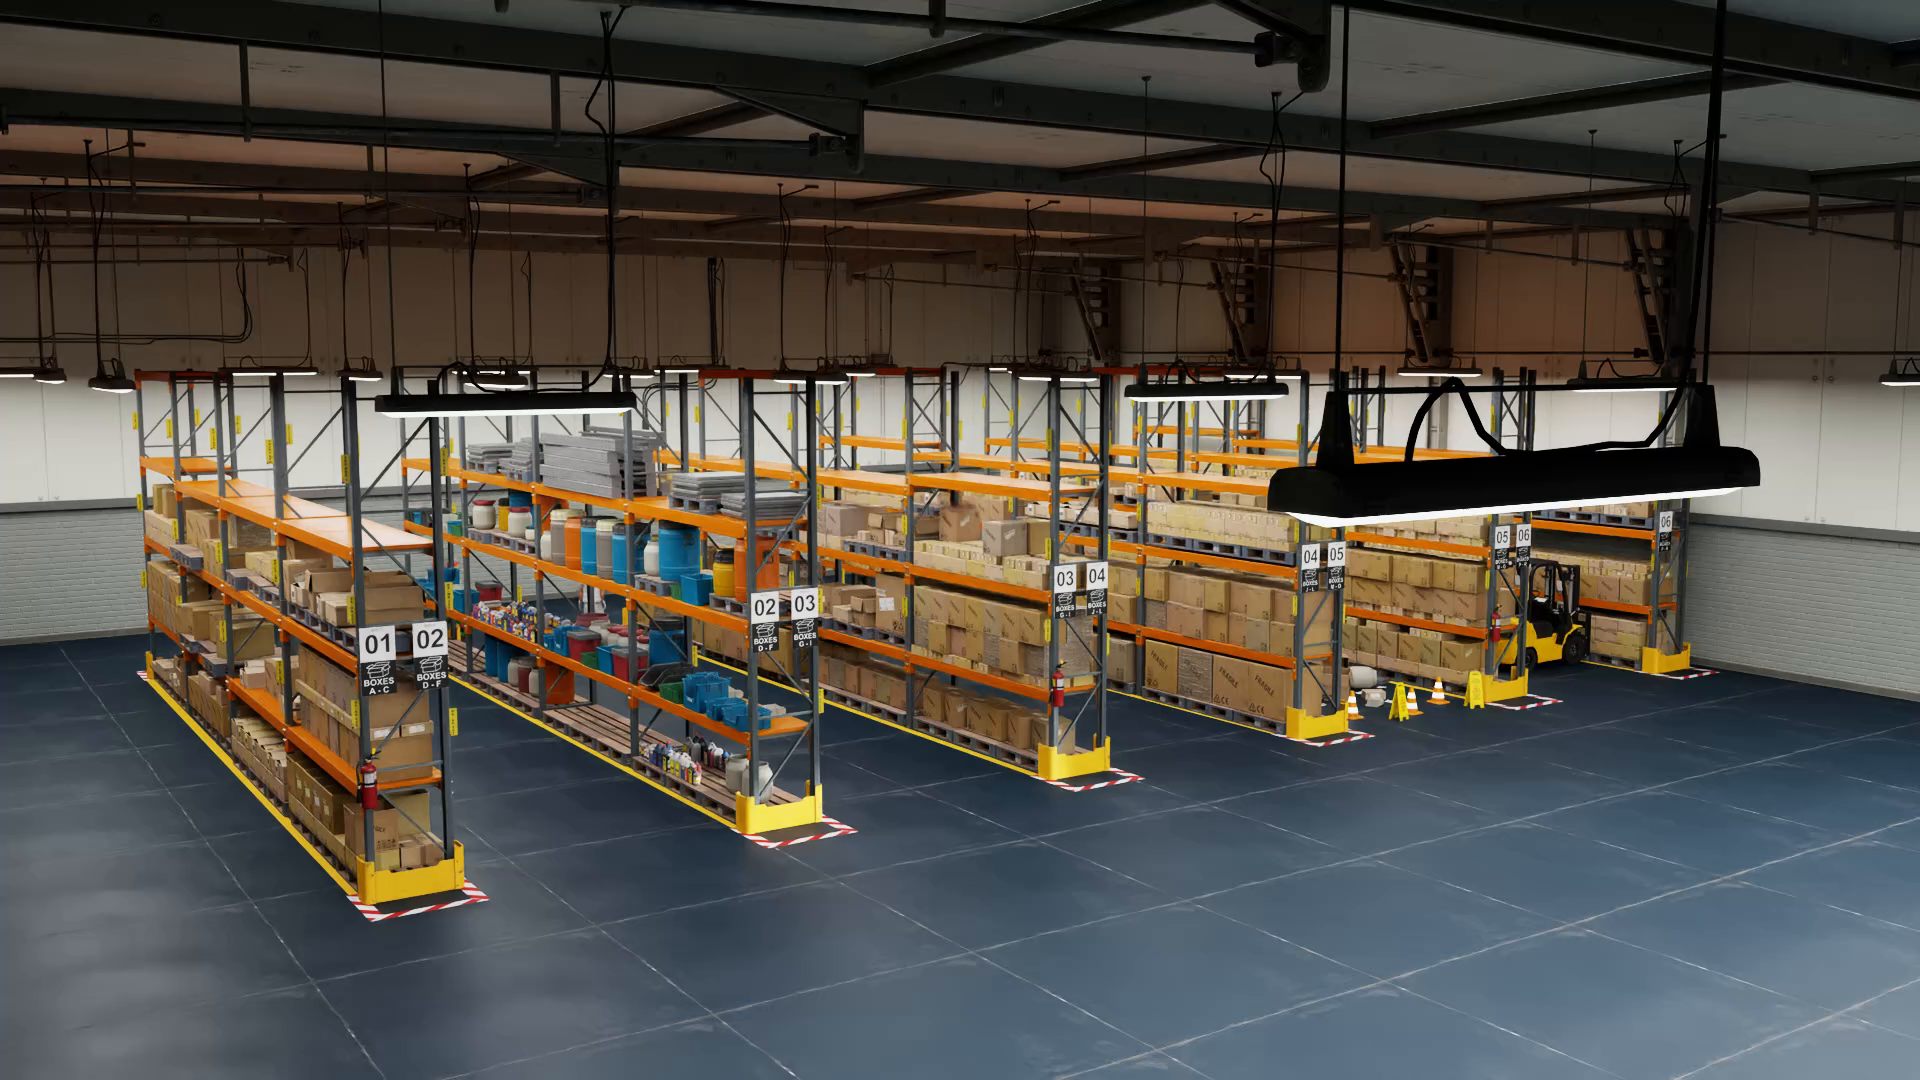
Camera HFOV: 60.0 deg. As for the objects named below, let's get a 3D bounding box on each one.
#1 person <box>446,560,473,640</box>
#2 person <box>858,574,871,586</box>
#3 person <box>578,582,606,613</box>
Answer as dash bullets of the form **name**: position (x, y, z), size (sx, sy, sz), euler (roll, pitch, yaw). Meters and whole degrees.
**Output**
- **person**: position (-11.181, 1.315, 36.635), size (0.850, 1.770, 0.523), euler (-1, 7, -9)
- **person**: position (-2.552, 0.693, 42.184), size (0.759, 1.787, 0.628), euler (0, 6, -1)
- **person**: position (-8.006, 1.372, 36.169), size (0.595, 1.696, 0.514), euler (0, 6, 1)
